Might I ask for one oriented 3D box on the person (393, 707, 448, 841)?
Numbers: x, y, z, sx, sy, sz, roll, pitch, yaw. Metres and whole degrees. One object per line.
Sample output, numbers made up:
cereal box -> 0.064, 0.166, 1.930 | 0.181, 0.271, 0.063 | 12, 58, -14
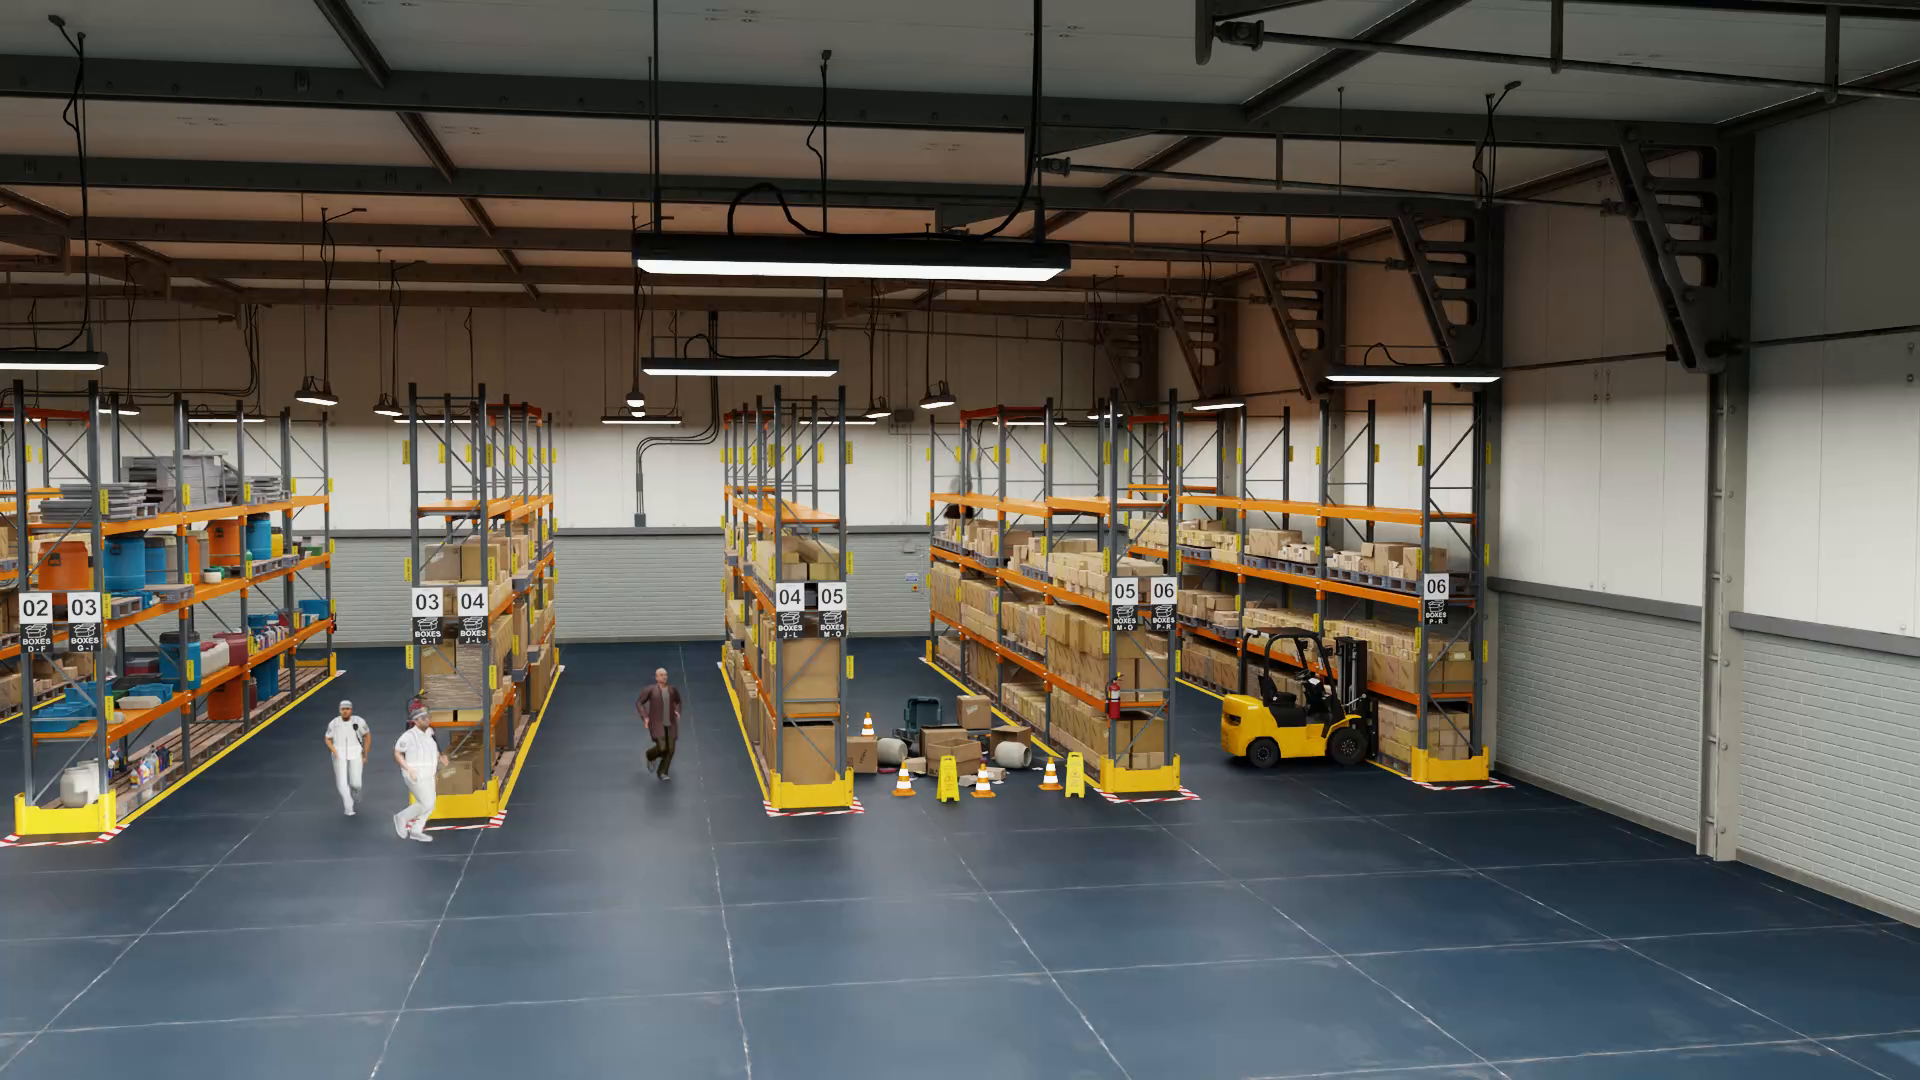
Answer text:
person -> -6.993, 3.036, 21.630 | 0.629, 1.754, 0.649 | 1, 3, 17

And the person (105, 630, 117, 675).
person -> -19.404, 2.267, 37.860 | 0.678, 1.691, 0.567 | 0, 3, 10

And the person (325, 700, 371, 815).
person -> -8.545, 3.034, 23.214 | 0.602, 1.615, 0.551 | -1, 3, -15

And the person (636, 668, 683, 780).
person -> -4.587, 2.845, 25.629 | 0.721, 1.721, 0.640 | -2, 4, -35
